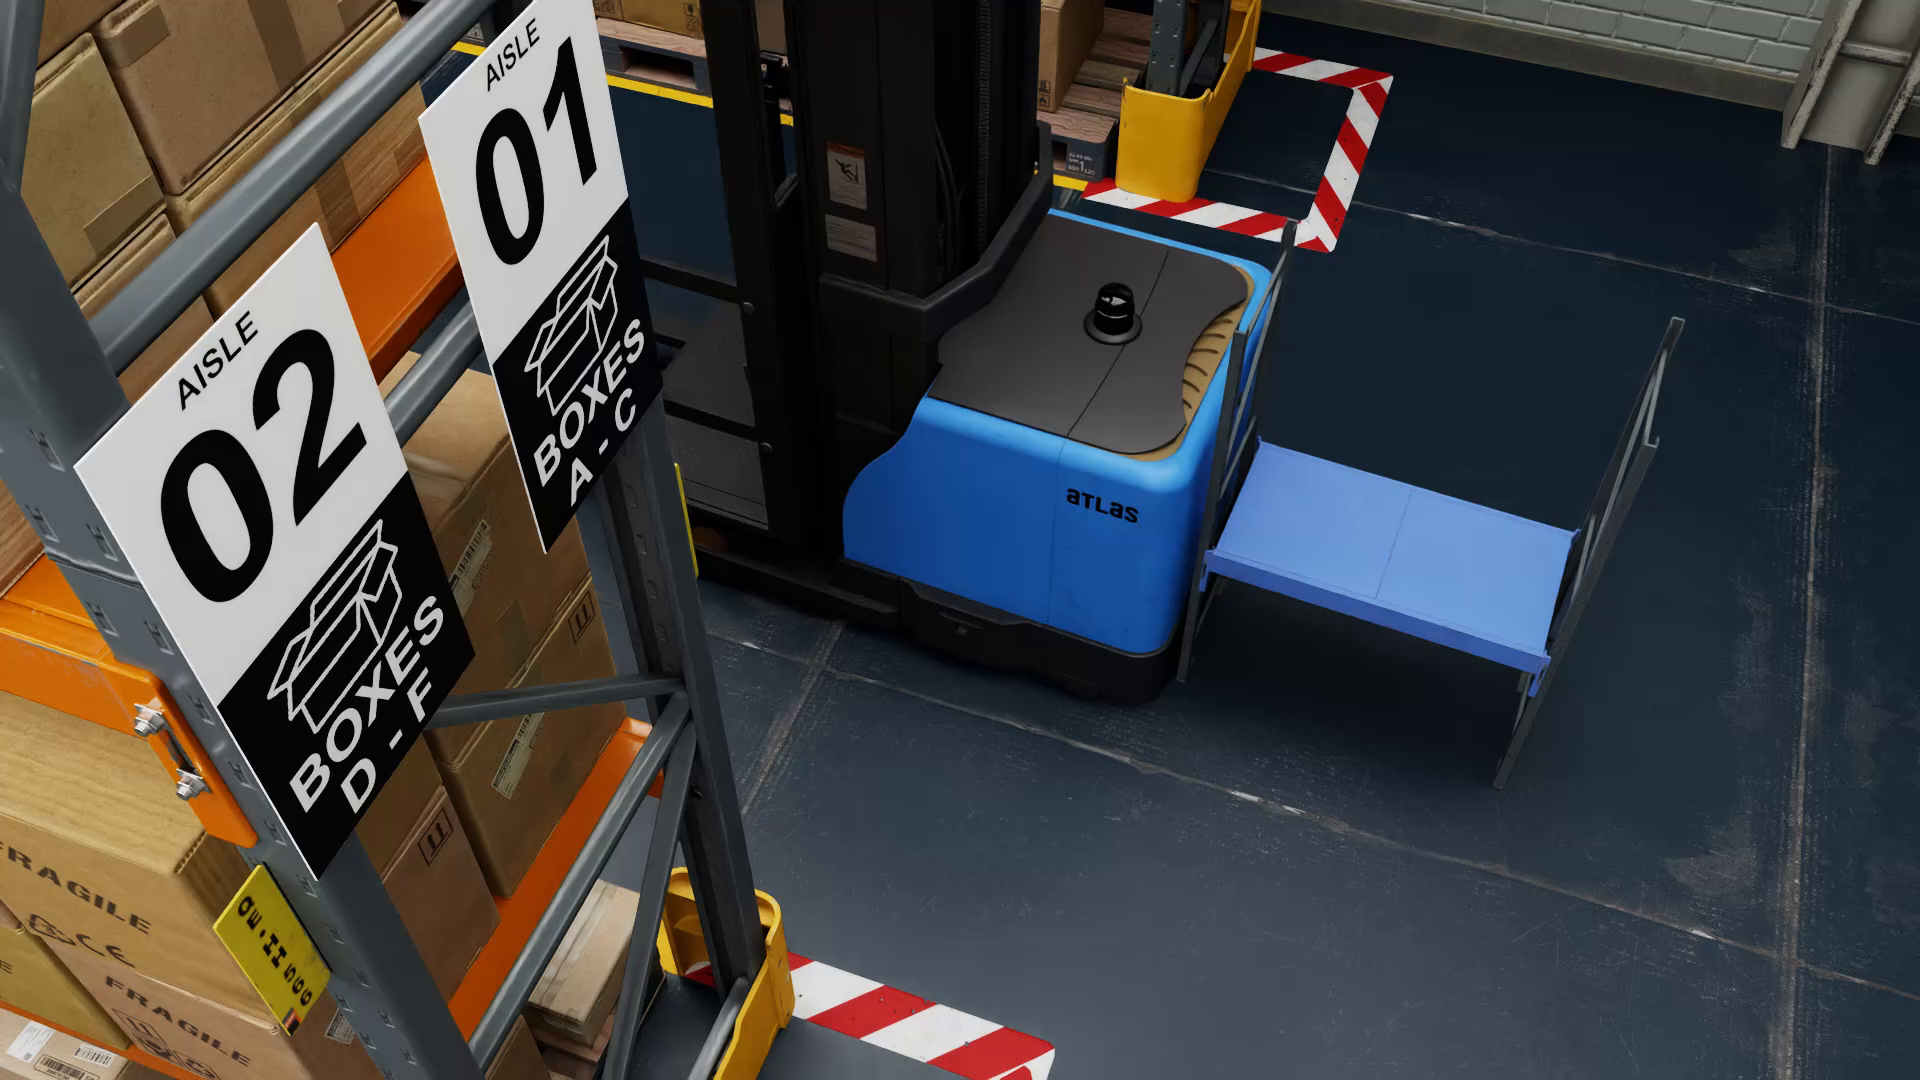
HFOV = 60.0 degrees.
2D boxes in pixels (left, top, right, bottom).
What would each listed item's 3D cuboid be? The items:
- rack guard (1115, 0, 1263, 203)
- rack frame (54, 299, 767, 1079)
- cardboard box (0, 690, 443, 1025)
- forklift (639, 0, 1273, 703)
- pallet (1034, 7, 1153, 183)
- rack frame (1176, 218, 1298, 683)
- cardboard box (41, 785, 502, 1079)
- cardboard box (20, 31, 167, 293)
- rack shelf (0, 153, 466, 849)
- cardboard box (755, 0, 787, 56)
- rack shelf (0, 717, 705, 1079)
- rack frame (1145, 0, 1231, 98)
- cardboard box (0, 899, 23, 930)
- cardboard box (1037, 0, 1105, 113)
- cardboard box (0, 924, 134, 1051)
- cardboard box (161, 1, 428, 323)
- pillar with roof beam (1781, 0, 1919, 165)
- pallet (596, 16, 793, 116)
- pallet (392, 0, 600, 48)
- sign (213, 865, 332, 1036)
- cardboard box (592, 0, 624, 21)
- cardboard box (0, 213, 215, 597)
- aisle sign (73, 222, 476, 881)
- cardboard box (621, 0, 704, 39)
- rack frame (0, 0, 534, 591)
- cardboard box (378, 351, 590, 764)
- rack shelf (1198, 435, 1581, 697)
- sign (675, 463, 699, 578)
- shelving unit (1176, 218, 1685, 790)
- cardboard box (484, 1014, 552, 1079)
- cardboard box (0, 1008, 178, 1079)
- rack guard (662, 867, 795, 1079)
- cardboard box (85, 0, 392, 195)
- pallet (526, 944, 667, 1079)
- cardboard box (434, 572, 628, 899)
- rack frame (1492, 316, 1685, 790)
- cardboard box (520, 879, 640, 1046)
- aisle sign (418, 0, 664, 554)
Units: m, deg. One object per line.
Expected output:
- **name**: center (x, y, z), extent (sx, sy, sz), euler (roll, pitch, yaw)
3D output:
- **rack guard**: center (1.003, -2.022, 7.172), extent (0.348, 0.500, 1.175), euler (16, 51, 13)
- **rack frame**: center (-0.733, 0.665, 3.188), extent (0.127, 3.000, 1.000), euler (16, 51, 13)
- **cardboard box**: center (-1.246, 0.384, 2.705), extent (0.500, 0.500, 0.500), euler (15, 51, 13)
- **forklift**: center (-0.582, -1.191, 4.843), extent (3.031, 2.935, 1.130), euler (18, 51, 15)
- **pallet**: center (0.203, -2.088, 7.420), extent (1.213, 0.211, 1.003), euler (16, 51, 13)
- **rack frame**: center (0.808, -0.208, 4.938), extent (0.032, 1.500, 0.500), euler (18, 51, 15)
- **cardboard box**: center (-1.247, 0.708, 3.085), extent (0.500, 0.500, 0.500), euler (17, 51, 14)
- **cardboard box**: center (-1.303, -0.385, 1.883), extent (0.500, 0.250, 0.500), euler (16, 51, 13)
- **rack shelf**: center (-2.609, -0.605, 2.781), extent (4.000, 0.370, 1.077), euler (16, 51, 13)
- **cardboard box**: center (-0.652, -2.541, 7.343), extent (0.500, 0.500, 0.700), euler (14, 51, 12)
- **rack shelf**: center (-2.609, 0.377, 3.914), extent (4.000, 0.370, 1.077), euler (16, 51, 13)
- **rack frame**: center (0.980, -2.847, 6.233), extent (0.127, 3.000, 1.000), euler (16, 51, 13)
- **cardboard box**: center (-1.720, 0.252, 2.819), extent (0.500, 0.500, 0.500), euler (17, 51, 14)
- **cardboard box**: center (0.289, -2.278, 7.116), extent (0.500, 0.500, 0.700), euler (16, 51, 13)
- **cardboard box**: center (-1.735, 0.575, 3.201), extent (0.500, 0.500, 0.500), euler (16, 51, 13)
- **cardboard box**: center (-1.127, -0.583, 2.384), extent (0.500, 0.250, 0.500), euler (16, 51, 13)
- **pillar with roof beam**: center (2.321, -1.666, 1.239), extent (0.400, 9.000, 9.100), euler (16, 51, 13)
- **pallet**: center (-0.937, -2.408, 7.698), extent (1.213, 0.211, 1.003), euler (16, 51, 13)
- **pallet**: center (-2.086, -2.727, 7.973), extent (1.213, 0.211, 1.003), euler (16, 51, 13)
- **sign**: center (-0.944, 0.571, 2.295), extent (0.005, 0.325, 0.100), euler (16, 51, 13)
- **cardboard box**: center (-1.636, -2.811, 7.578), extent (0.500, 0.500, 0.700), euler (15, 51, 13)
- **cardboard box**: center (-1.306, -0.216, 2.066), extent (0.500, 0.250, 0.500), euler (16, 51, 13)
- **aisle sign**: center (-0.775, 0.049, 2.002), extent (0.004, 0.787, 0.394), euler (16, 51, 13)
- **cardboard box**: center (-1.155, -2.675, 7.460), extent (0.500, 0.500, 0.700), euler (17, 51, 14)
- **rack frame**: center (-0.733, -1.299, 0.921), extent (0.127, 3.000, 1.000), euler (16, 51, 13)
- **cardboard box**: center (-1.058, 0.002, 3.035), extent (0.500, 0.500, 0.500), euler (17, 51, 14)
- **rack shelf**: center (1.275, 0.061, 4.943), extent (1.000, 0.185, 0.538), euler (18, 51, 15)
- **sign**: center (-0.545, -0.003, 3.195), extent (0.005, 0.325, 0.100), euler (16, 51, 13)
- **shelving unit**: center (1.275, -0.057, 4.807), extent (1.048, 1.500, 0.538), euler (18, 51, 15)
- **cardboard box**: center (-1.328, 1.372, 3.939), extent (0.500, 0.500, 0.500), euler (16, 51, 13)
- **cardboard box**: center (-2.209, 1.184, 4.267), extent (0.500, 0.250, 0.500), euler (16, 51, 13)
- **rack guard**: center (-0.804, 1.464, 4.150), extent (0.348, 0.500, 1.175), euler (16, 51, 13)
- **cardboard box**: center (-1.124, -0.751, 2.199), extent (0.500, 0.250, 0.500), euler (16, 51, 13)
- **pallet**: center (-1.552, 1.351, 4.440), extent (1.213, 0.211, 1.003), euler (16, 51, 13)
- **cardboard box**: center (-1.058, 0.330, 3.413), extent (0.500, 0.500, 0.500), euler (17, 51, 14)
- **rack frame**: center (1.742, 0.095, 4.675), extent (0.032, 1.500, 0.500), euler (18, 51, 15)
- **cardboard box**: center (-1.006, 1.102, 4.406), extent (0.250, 0.149, 0.380), euler (16, 51, 13)
- **aisle sign**: center (-0.567, -0.376, 2.371), extent (0.004, 0.787, 0.394), euler (16, 51, 13)
